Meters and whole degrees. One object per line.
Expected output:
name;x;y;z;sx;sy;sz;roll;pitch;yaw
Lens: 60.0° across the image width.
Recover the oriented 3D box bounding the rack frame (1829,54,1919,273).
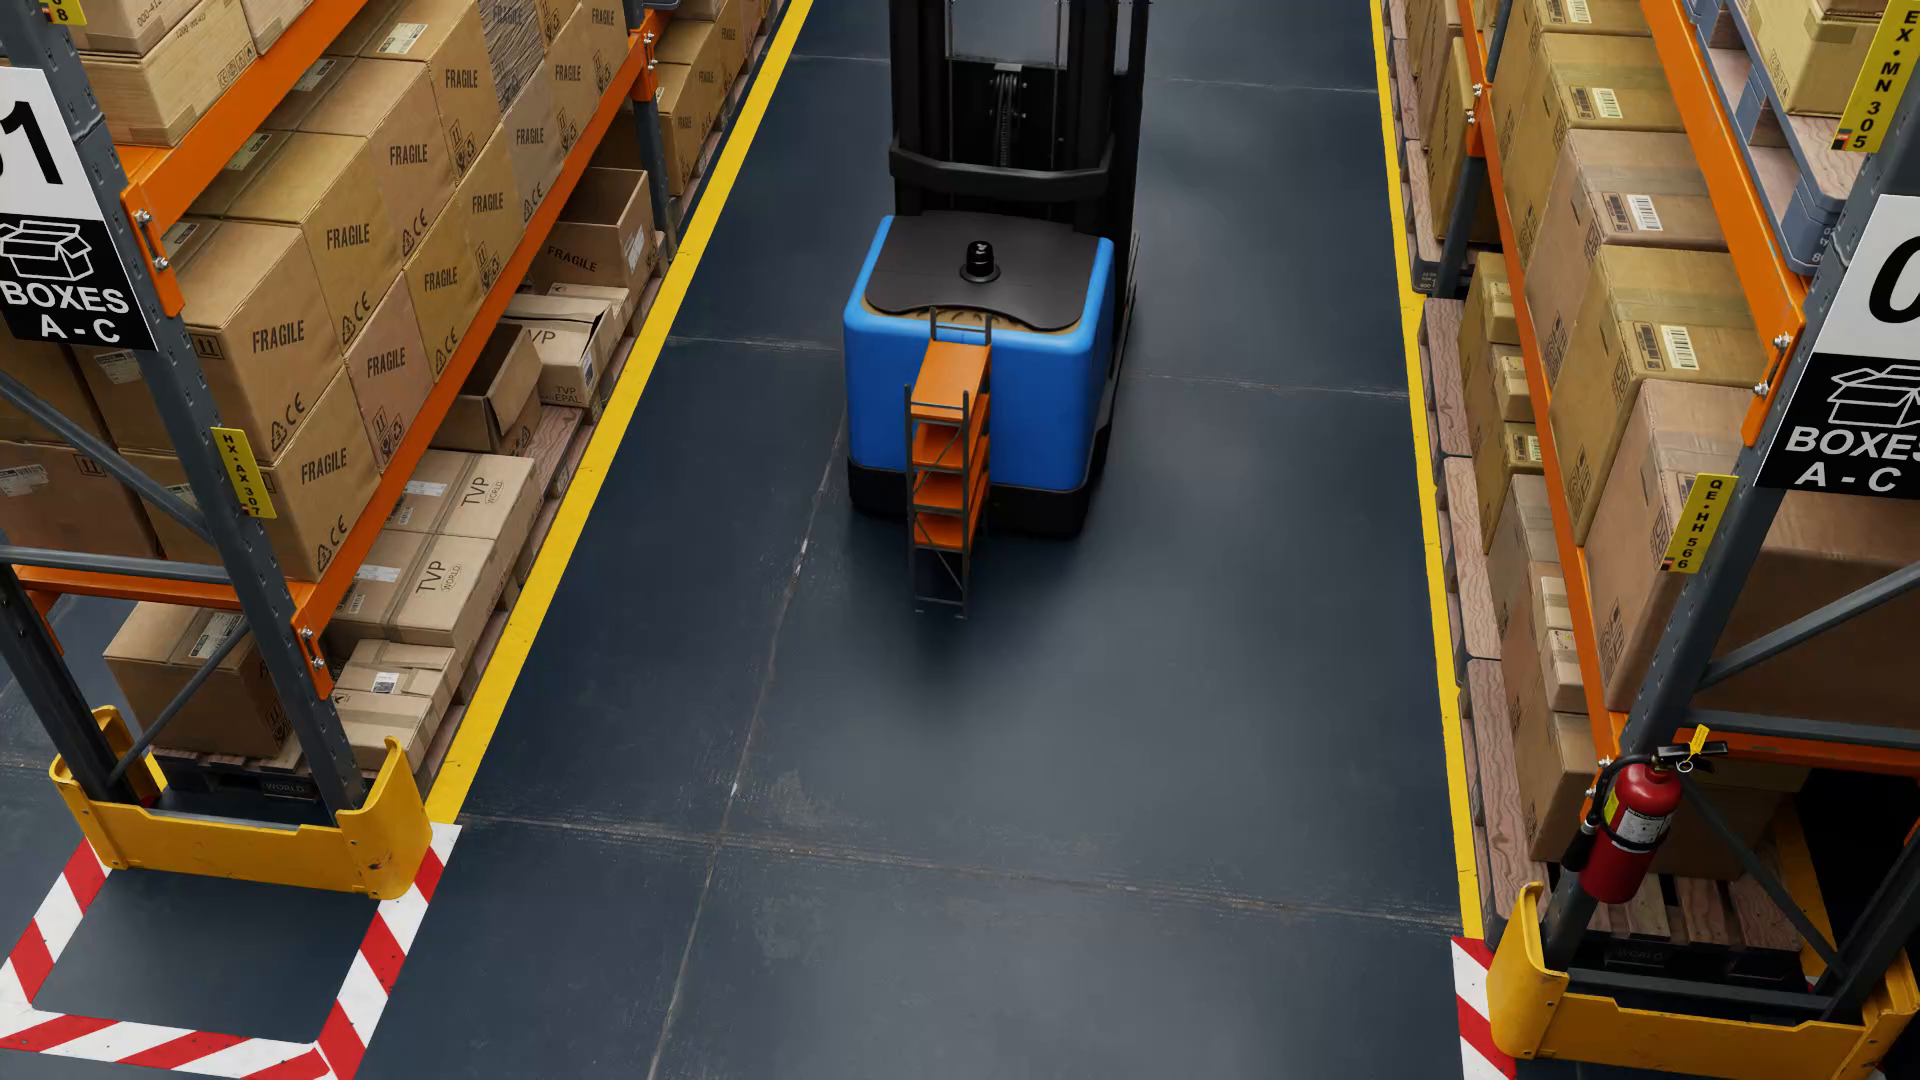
rack frame;2.366;-1.651;2.471;1.000;3.000;0.127;5;44;6

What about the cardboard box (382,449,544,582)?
cardboard box;-2.060;-0.108;6.884;0.500;0.250;0.500;5;44;6

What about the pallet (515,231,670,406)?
pallet;-2.108;-1.166;8.350;1.003;0.211;1.213;5;44;6

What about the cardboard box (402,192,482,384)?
cardboard box;-2.093;-0.929;5.999;0.500;0.500;0.500;5;44;5

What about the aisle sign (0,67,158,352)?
aisle sign;-2.263;-0.791;4.035;0.394;0.787;0.004;5;44;6

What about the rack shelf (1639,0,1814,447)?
rack shelf;2.630;-1.663;5.189;1.077;0.370;4.000;5;44;6

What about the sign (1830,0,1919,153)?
sign;1.830;-0.913;3.287;0.100;0.325;0.005;5;44;6

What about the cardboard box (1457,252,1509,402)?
cardboard box;2.694;-0.943;7.599;0.700;0.500;0.500;6;44;6

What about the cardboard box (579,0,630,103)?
cardboard box;-1.828;-2.318;7.466;0.500;0.500;0.500;6;44;6

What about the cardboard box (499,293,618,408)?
cardboard box;-1.910;-0.904;7.681;0.500;0.311;0.500;5;44;6

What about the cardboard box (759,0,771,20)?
cardboard box;-1.447;-3.613;10.404;0.500;0.500;0.500;4;44;4

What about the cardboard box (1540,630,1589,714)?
cardboard box;2.195;0.457;5.649;0.380;0.149;0.250;5;44;5

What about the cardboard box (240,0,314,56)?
cardboard box;-2.146;-1.621;4.730;0.500;0.250;0.500;5;44;6

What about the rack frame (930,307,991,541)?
rack frame;0.003;-0.453;6.878;0.240;1.200;0.015;7;44;8

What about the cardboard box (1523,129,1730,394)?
cardboard box;2.618;-0.945;5.871;0.980;0.700;0.700;3;44;3

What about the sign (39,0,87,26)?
sign;-2.007;-1.277;3.622;0.100;0.325;0.005;5;44;6

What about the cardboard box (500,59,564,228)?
cardboard box;-1.960;-1.617;6.725;0.500;0.500;0.500;6;44;6

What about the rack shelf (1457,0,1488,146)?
rack shelf;3.159;-3.300;9.099;1.077;0.370;4.000;5;44;6

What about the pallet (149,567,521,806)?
pallet;-2.431;0.497;6.594;1.003;0.211;1.213;5;44;6

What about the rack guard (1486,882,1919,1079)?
rack guard;2.362;1.452;5.375;1.175;0.500;0.348;5;44;6

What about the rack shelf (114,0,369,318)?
rack shelf;-2.281;-2.111;5.662;1.077;0.370;4.000;5;44;6

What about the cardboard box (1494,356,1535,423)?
cardboard box;2.399;-0.606;6.771;0.380;0.149;0.250;4;44;4

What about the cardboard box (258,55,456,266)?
cardboard box;-2.092;-1.295;5.659;0.500;0.500;0.500;6;44;6

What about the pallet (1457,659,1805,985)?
pallet;2.394;0.988;6.075;1.003;0.211;1.213;5;44;6

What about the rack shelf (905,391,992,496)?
rack shelf;-0.042;-0.401;6.596;0.258;0.148;0.480;7;44;8

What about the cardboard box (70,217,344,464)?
cardboard box;-2.225;-0.598;4.922;0.500;0.500;0.500;6;44;7

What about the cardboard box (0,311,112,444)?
cardboard box;-2.759;-0.648;4.975;0.500;0.500;0.500;5;44;5

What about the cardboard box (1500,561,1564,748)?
cardboard box;2.425;0.456;6.122;0.700;0.500;0.500;5;44;5

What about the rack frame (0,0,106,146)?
rack frame;-2.545;-2.098;2.943;1.000;3.000;0.127;5;44;6

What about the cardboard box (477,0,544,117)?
cardboard box;-1.958;-1.984;6.386;0.500;0.500;0.500;6;44;6

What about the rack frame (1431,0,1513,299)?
rack frame;2.894;-2.198;7.412;1.000;3.000;0.127;5;44;6

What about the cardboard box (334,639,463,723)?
cardboard box;-2.116;0.525;6.277;0.380;0.166;0.250;5;44;6

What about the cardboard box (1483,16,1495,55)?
cardboard box;2.659;-2.371;7.762;0.380;0.149;0.250;6;44;6

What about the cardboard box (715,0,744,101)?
cardboard box;-1.578;-2.910;9.662;0.500;0.500;0.500;6;44;6

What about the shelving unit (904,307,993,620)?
shelving unit;-0.042;-0.288;6.703;0.258;1.200;0.503;7;44;8

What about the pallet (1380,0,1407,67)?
pallet;3.244;-3.381;10.690;1.003;0.211;1.213;5;44;6

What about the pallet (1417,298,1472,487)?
pallet;2.716;-0.675;7.831;1.003;0.211;1.213;5;44;6

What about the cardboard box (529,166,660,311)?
cardboard box;-1.810;-1.484;8.156;0.500;0.500;0.500;5;44;6

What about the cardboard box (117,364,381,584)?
cardboard box;-2.225;-0.235;5.266;0.500;0.500;0.500;6;44;6

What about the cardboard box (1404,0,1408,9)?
cardboard box;3.196;-3.807;10.369;0.750;0.750;0.750;5;44;5

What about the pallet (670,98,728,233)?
pallet;-1.946;-2.191;9.433;1.003;0.211;1.213;5;44;6

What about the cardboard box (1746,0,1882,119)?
cardboard box;2.199;-1.219;3.927;0.500;0.250;0.500;6;44;7

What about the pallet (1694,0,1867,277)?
pallet;2.453;-1.036;4.067;1.003;0.211;1.213;5;44;6

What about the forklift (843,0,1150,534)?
forklift;0.289;-2.115;7.374;1.130;2.935;3.031;7;44;8

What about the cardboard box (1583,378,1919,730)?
cardboard box;2.423;0.070;4.798;0.980;0.700;0.700;7;44;7

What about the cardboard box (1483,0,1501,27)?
cardboard box;2.706;-2.687;7.625;0.500;0.500;0.500;5;44;5

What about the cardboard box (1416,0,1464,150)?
cardboard box;2.966;-2.631;9.127;0.750;0.750;0.750;6;44;7

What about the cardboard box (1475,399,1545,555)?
cardboard box;2.554;-0.251;6.868;0.700;0.500;0.500;6;44;6

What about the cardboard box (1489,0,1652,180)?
cardboard box;2.807;-1.939;6.920;0.980;0.700;0.700;6;44;6

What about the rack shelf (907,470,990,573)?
rack shelf;-0.042;-0.095;6.886;0.258;0.148;0.480;7;44;8

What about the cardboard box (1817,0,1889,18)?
cardboard box;2.192;-1.492;3.670;0.500;0.500;0.500;5;44;5

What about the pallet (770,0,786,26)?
pallet;-1.624;-3.854;11.189;1.003;0.211;1.213;5;44;6

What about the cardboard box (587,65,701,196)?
cardboard box;-1.711;-2.206;8.918;0.500;0.500;0.500;3;44;4

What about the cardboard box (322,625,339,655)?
cardboard box;-2.575;0.288;6.527;0.380;0.166;0.250;5;44;6
